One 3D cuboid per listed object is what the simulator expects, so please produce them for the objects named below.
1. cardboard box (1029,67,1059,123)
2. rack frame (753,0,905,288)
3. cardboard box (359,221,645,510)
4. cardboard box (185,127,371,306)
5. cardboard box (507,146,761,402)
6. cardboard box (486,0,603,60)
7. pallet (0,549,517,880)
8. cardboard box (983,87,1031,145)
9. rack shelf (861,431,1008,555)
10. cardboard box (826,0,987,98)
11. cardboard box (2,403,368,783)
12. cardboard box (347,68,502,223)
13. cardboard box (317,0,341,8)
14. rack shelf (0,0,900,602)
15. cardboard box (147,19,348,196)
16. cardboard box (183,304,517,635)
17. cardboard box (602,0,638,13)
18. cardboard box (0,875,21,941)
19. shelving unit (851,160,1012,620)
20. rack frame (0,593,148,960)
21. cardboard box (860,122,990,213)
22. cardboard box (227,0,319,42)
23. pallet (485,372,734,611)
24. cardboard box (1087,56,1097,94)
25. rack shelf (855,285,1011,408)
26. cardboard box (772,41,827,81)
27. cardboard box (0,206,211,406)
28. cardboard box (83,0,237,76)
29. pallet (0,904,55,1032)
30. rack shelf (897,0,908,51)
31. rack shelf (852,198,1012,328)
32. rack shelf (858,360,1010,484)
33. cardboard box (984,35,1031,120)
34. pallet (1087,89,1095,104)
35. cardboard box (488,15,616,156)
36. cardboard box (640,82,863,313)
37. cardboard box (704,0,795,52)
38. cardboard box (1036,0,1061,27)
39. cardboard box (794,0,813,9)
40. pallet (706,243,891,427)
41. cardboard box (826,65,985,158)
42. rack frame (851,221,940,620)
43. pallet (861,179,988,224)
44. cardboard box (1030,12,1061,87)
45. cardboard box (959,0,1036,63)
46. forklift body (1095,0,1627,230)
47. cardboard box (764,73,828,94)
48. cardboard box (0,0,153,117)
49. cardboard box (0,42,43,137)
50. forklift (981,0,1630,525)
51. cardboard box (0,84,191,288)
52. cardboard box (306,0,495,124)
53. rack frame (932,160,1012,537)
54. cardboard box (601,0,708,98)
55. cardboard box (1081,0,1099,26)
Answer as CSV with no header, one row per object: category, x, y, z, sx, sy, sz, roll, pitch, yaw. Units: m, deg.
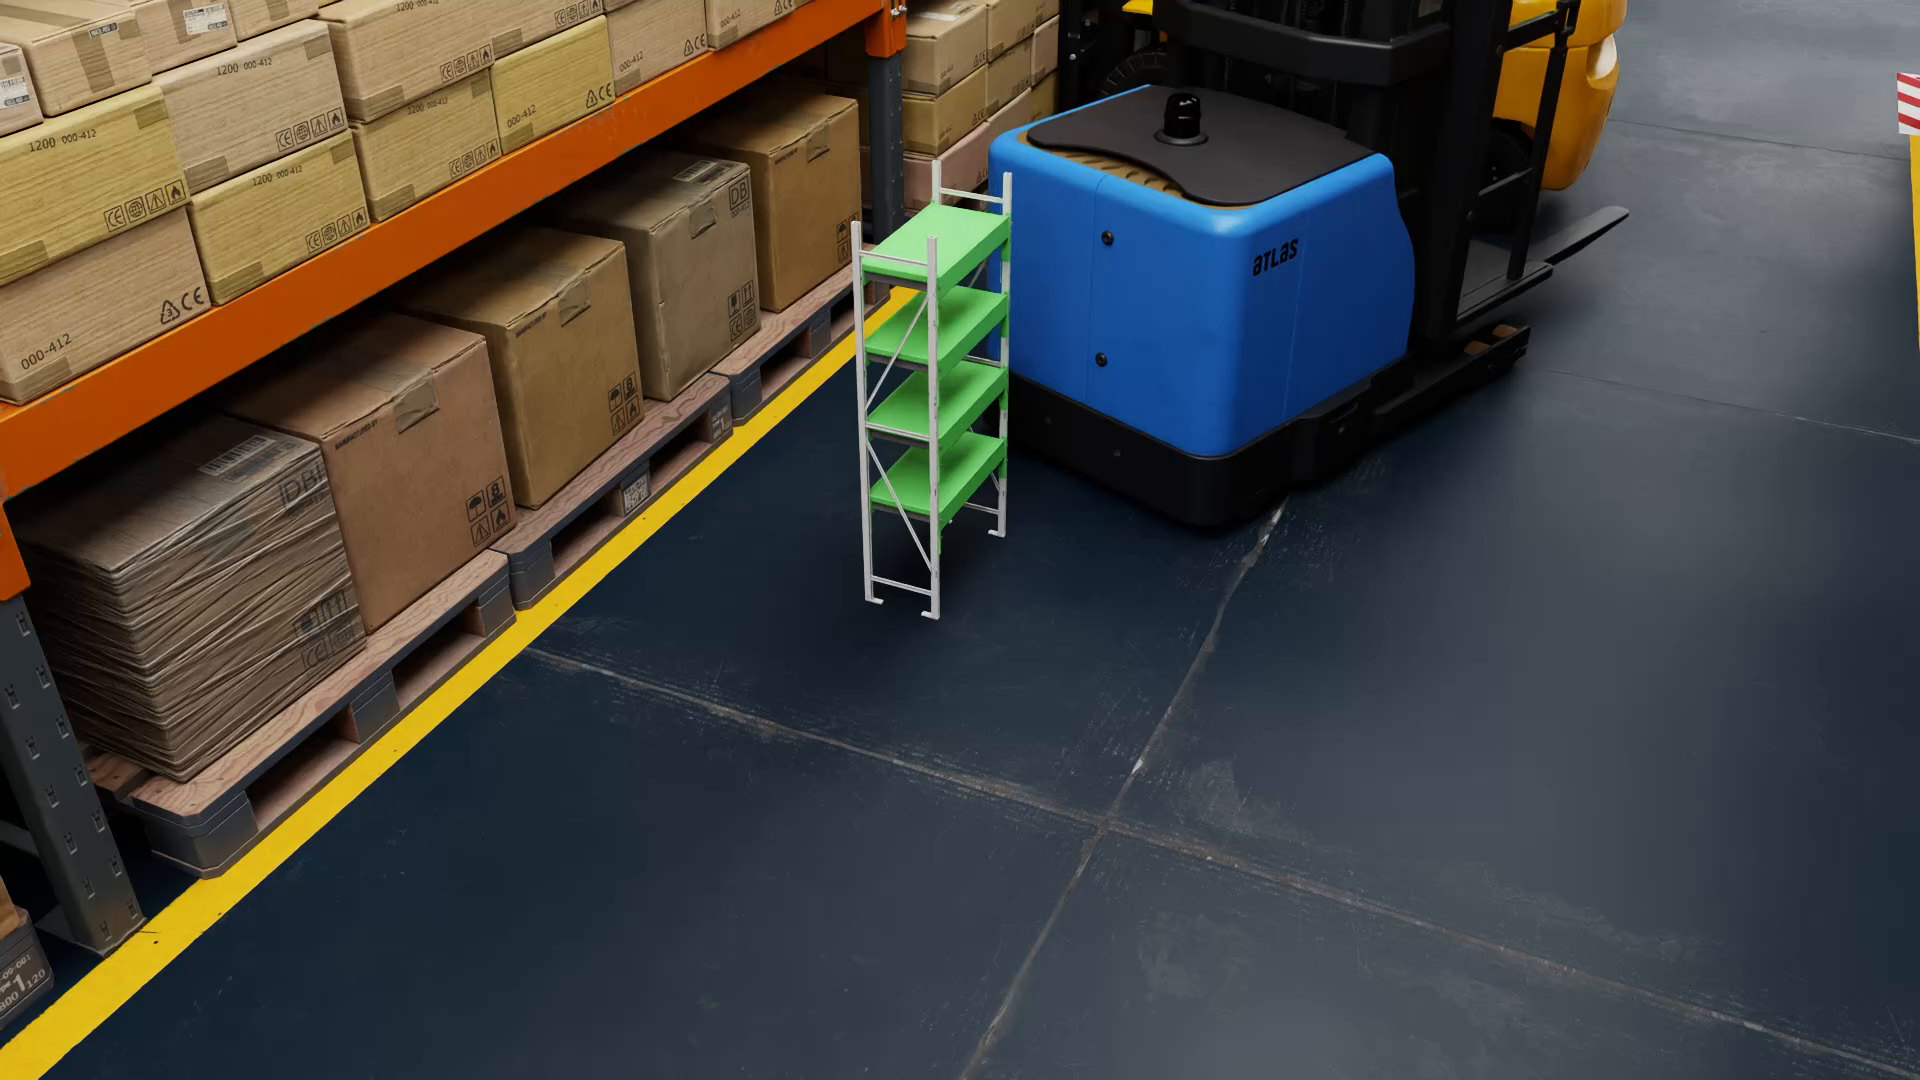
cardboard box,0.198,-2.142,7.906,0.500,0.250,0.500,15,36,21
rack frame,-0.704,-2.436,6.229,1.000,3.000,0.127,14,36,20
cardboard box,-1.556,-0.596,5.206,0.875,0.625,0.625,13,35,19
cardboard box,-1.755,-0.795,3.864,0.500,0.250,0.500,13,36,19
cardboard box,-1.244,-0.971,5.778,0.875,0.625,0.625,14,36,20
cardboard box,-1.333,-1.520,4.514,0.500,0.250,0.500,15,36,21
pallet,-1.997,0.322,4.567,1.003,0.211,1.213,14,36,20
cardboard box,-0.002,-1.883,7.510,0.500,0.250,0.500,13,36,19
rack shelf,-0.069,-0.165,4.962,0.258,0.148,0.480,14,36,20
cardboard box,-0.216,-2.048,6.851,0.500,0.250,0.500,14,36,20
cardboard box,-2.104,0.067,4.196,0.875,0.625,0.625,15,36,22
cardboard box,-1.546,-1.053,4.257,0.500,0.250,0.500,13,35,19
cardboard box,-1.606,-1.380,3.936,0.380,0.149,0.250,15,36,21
rack shelf,-1.541,-1.139,4.907,1.077,0.370,4.000,14,36,20
cardboard box,-1.759,-1.004,3.726,0.500,0.250,0.500,15,36,22
cardboard box,-1.838,-0.261,4.695,0.875,0.625,0.625,15,36,22
cardboard box,-1.105,-1.768,4.891,0.500,0.250,0.500,15,36,21
cardboard box,-2.359,0.686,3.364,0.500,0.500,0.500,15,36,22
shelving unit,-0.069,-0.419,4.795,0.258,1.200,0.503,14,36,20
rack frame,-2.377,-0.443,3.191,1.000,3.000,0.127,14,36,20
cardboard box,-0.201,-1.626,7.119,0.500,0.250,0.500,15,36,21
cardboard box,-1.684,-1.248,3.735,0.380,0.149,0.250,15,36,21
pallet,-1.486,-0.284,5.490,1.003,0.211,1.213,14,36,20
cardboard box,0.429,-2.391,8.285,0.500,0.250,0.500,15,36,22
rack shelf,-0.069,-0.567,4.699,0.258,0.148,0.480,14,36,20
cardboard box,-0.674,-2.169,7.035,0.500,0.250,0.500,15,36,21
cardboard box,-1.970,-0.546,3.483,0.500,0.250,0.500,14,36,21
cardboard box,-1.782,-1.115,3.532,0.380,0.149,0.250,15,36,22
pallet,-2.724,1.086,3.401,1.003,0.211,1.213,14,36,20
rack shelf,0.133,-3.131,7.945,1.077,0.370,4.000,14,36,20
rack shelf,-0.069,-0.767,4.567,0.258,0.148,0.480,14,36,20
rack shelf,-0.069,-0.366,4.830,0.258,0.148,0.480,14,36,20
cardboard box,-0.012,-2.092,7.373,0.500,0.250,0.500,14,36,20
pallet,0.176,-2.266,8.513,1.003,0.211,1.213,14,36,20
cardboard box,-1.327,-1.311,4.651,0.500,0.250,0.500,15,36,22
cardboard box,-0.912,-1.356,6.365,0.875,0.625,0.625,16,36,23
cardboard box,-0.882,-1.810,5.412,0.500,0.250,0.500,14,36,20
cardboard box,0.204,-2.551,7.618,0.500,0.250,0.500,15,36,22
cardboard box,-0.677,-2.062,5.796,0.500,0.250,0.500,15,36,22
pallet,-0.977,-0.894,6.420,1.003,0.211,1.213,14,36,20
cardboard box,-0.221,-1.840,6.990,0.500,0.250,0.500,14,36,20
rack frame,-0.171,-0.298,4.610,0.240,1.200,0.015,14,36,20
pallet,-0.333,-1.656,7.583,1.003,0.211,1.213,14,36,20
cardboard box,0.209,-2.339,7.751,0.500,0.250,0.500,14,36,20
cardboard box,0.007,-2.301,7.236,0.500,0.250,0.500,14,36,21
forklift body,1.833,-2.710,7.421,2.313,2.155,1.214,14,36,20
cardboard box,-0.686,-1.960,7.172,0.500,0.250,0.500,13,36,19
cardboard box,-1.866,-0.981,3.328,0.380,0.149,0.250,15,36,22
cardboard box,-1.976,-0.848,3.124,0.380,0.149,0.250,15,36,22
forklift,1.482,-1.971,5.583,3.031,2.935,1.130,-28,42,-36
cardboard box,-1.947,-0.749,3.337,0.500,0.250,0.500,14,36,20
cardboard box,-1.524,-1.260,4.117,0.500,0.250,0.500,13,36,19
rack frame,0.033,-0.541,4.981,0.240,1.200,0.015,14,36,20
cardboard box,-1.118,-1.570,5.045,0.500,0.250,0.500,14,36,21
cardboard box,0.421,-2.591,8.134,0.500,0.250,0.500,14,36,20
